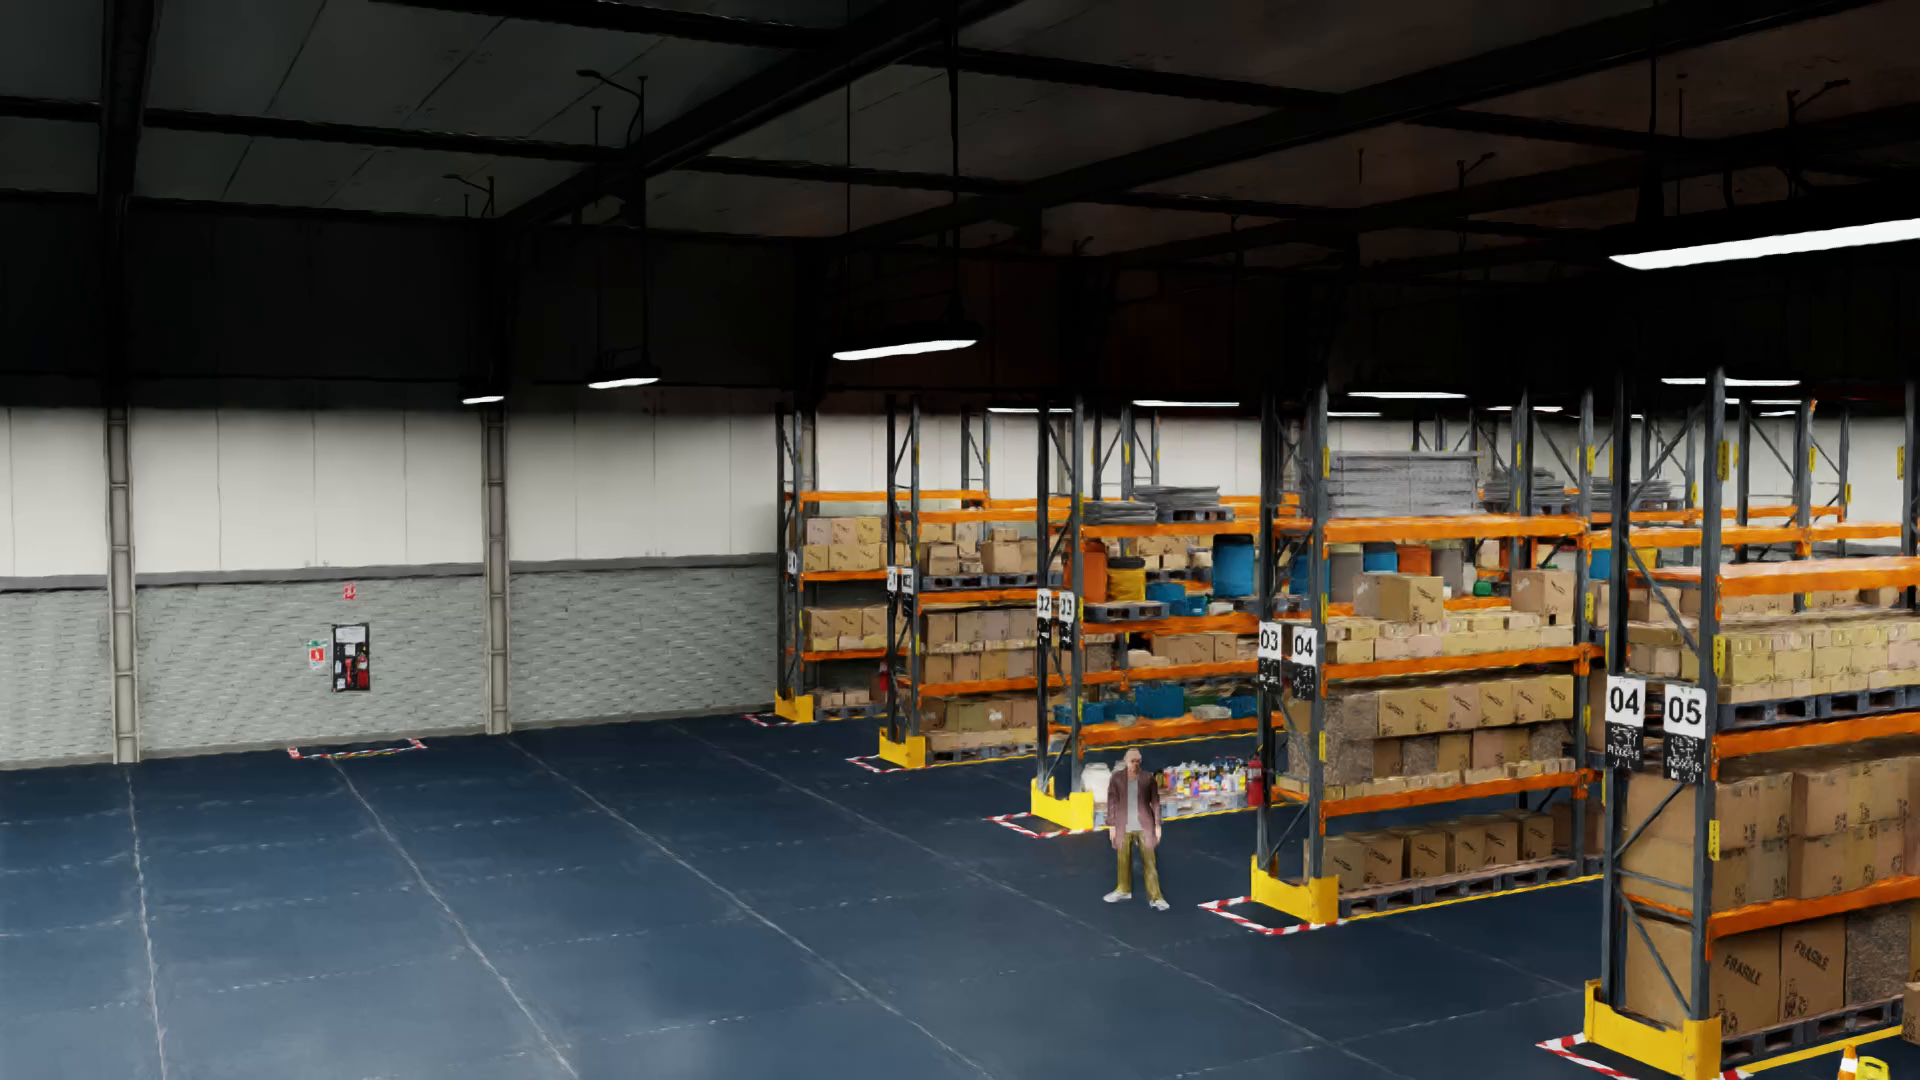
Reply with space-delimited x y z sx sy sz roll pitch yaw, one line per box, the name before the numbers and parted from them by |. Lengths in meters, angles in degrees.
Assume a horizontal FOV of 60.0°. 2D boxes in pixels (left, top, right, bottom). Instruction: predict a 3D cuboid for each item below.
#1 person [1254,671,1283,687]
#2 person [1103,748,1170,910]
person | 6.087 2.491 32.869 1.089 1.590 0.488 -2 4 -30
person | 1.983 3.207 18.617 0.771 1.770 0.577 1 3 9
